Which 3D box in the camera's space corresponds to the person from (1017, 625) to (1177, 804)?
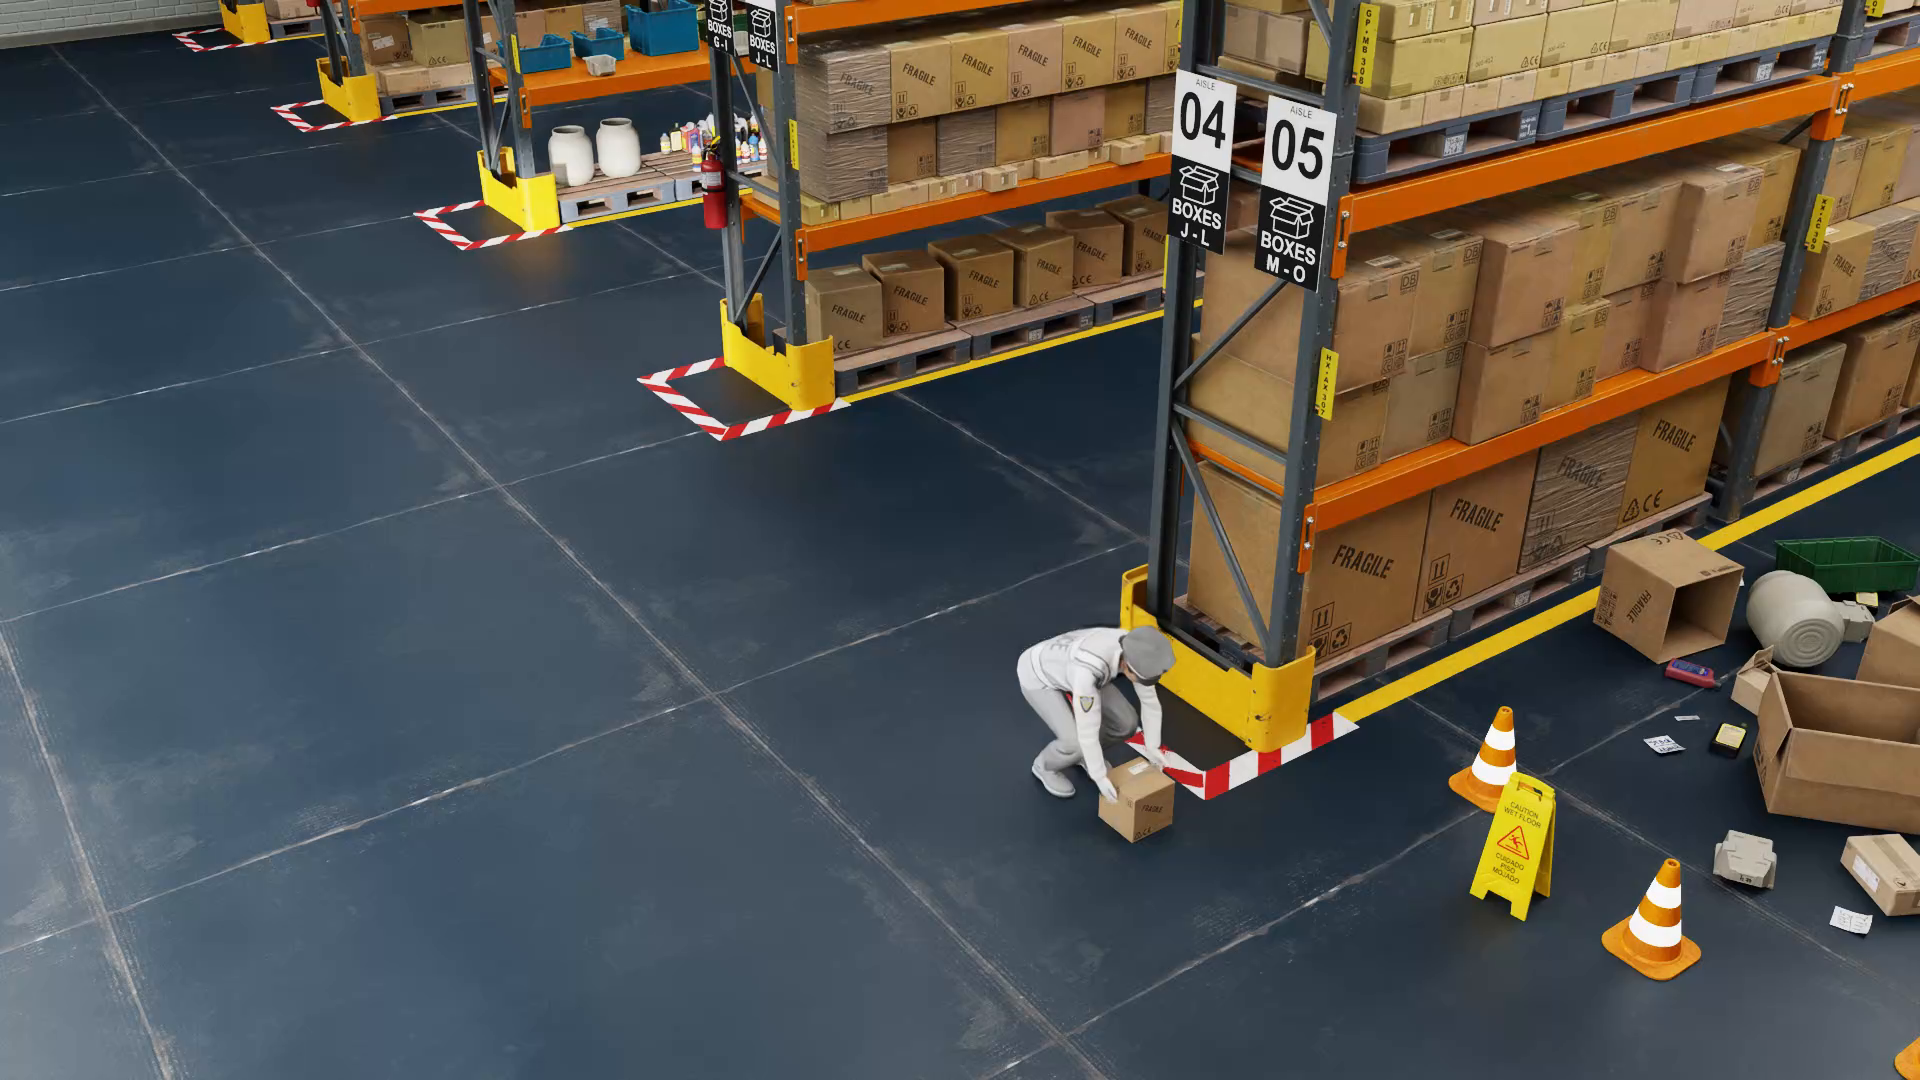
[{"bbox_3d":[0.653,0.762,7.926,0.500,1.006,0.841,-19,34,-31],"label":"person"}]
